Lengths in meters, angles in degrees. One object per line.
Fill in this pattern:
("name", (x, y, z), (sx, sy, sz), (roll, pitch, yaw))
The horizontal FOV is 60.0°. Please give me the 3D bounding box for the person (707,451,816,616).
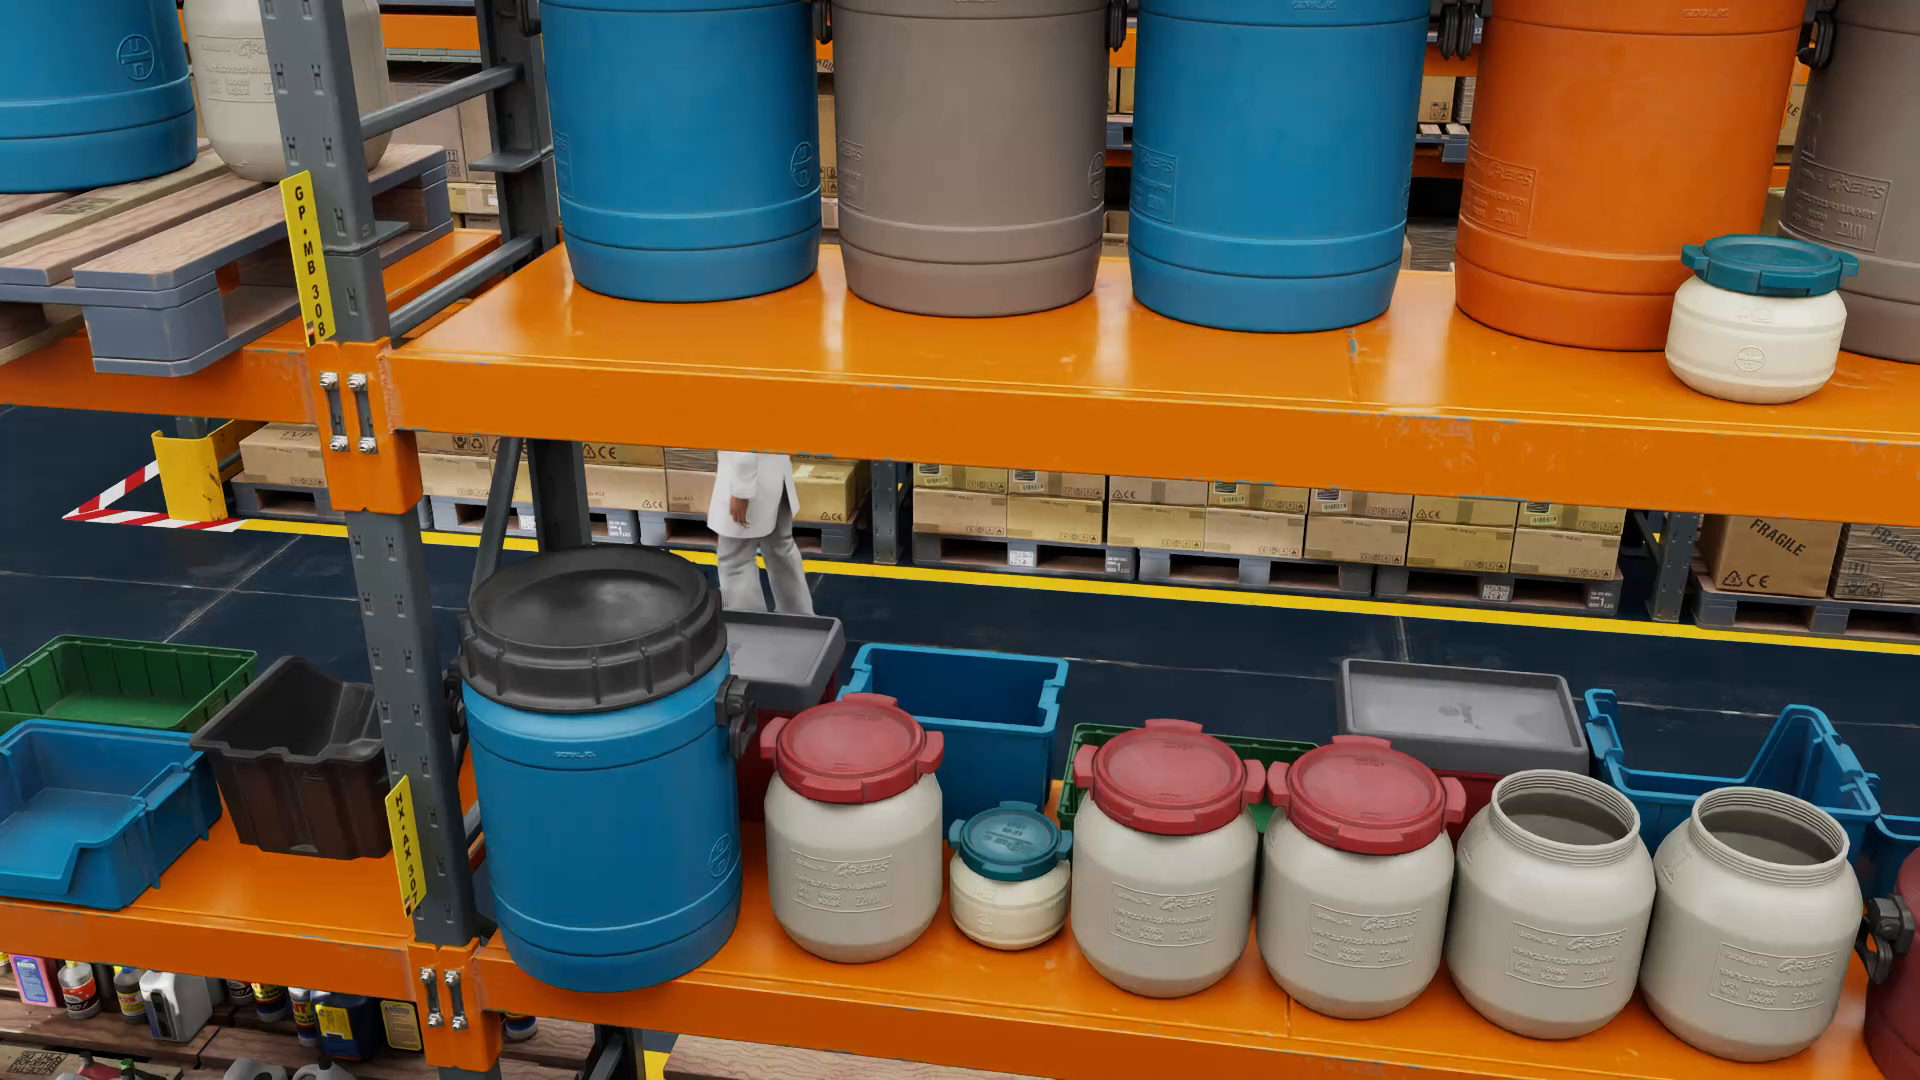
("person", (-0.985, -0.284, 7.764), (0.533, 1.793, 0.571), (5, 25, 11))
